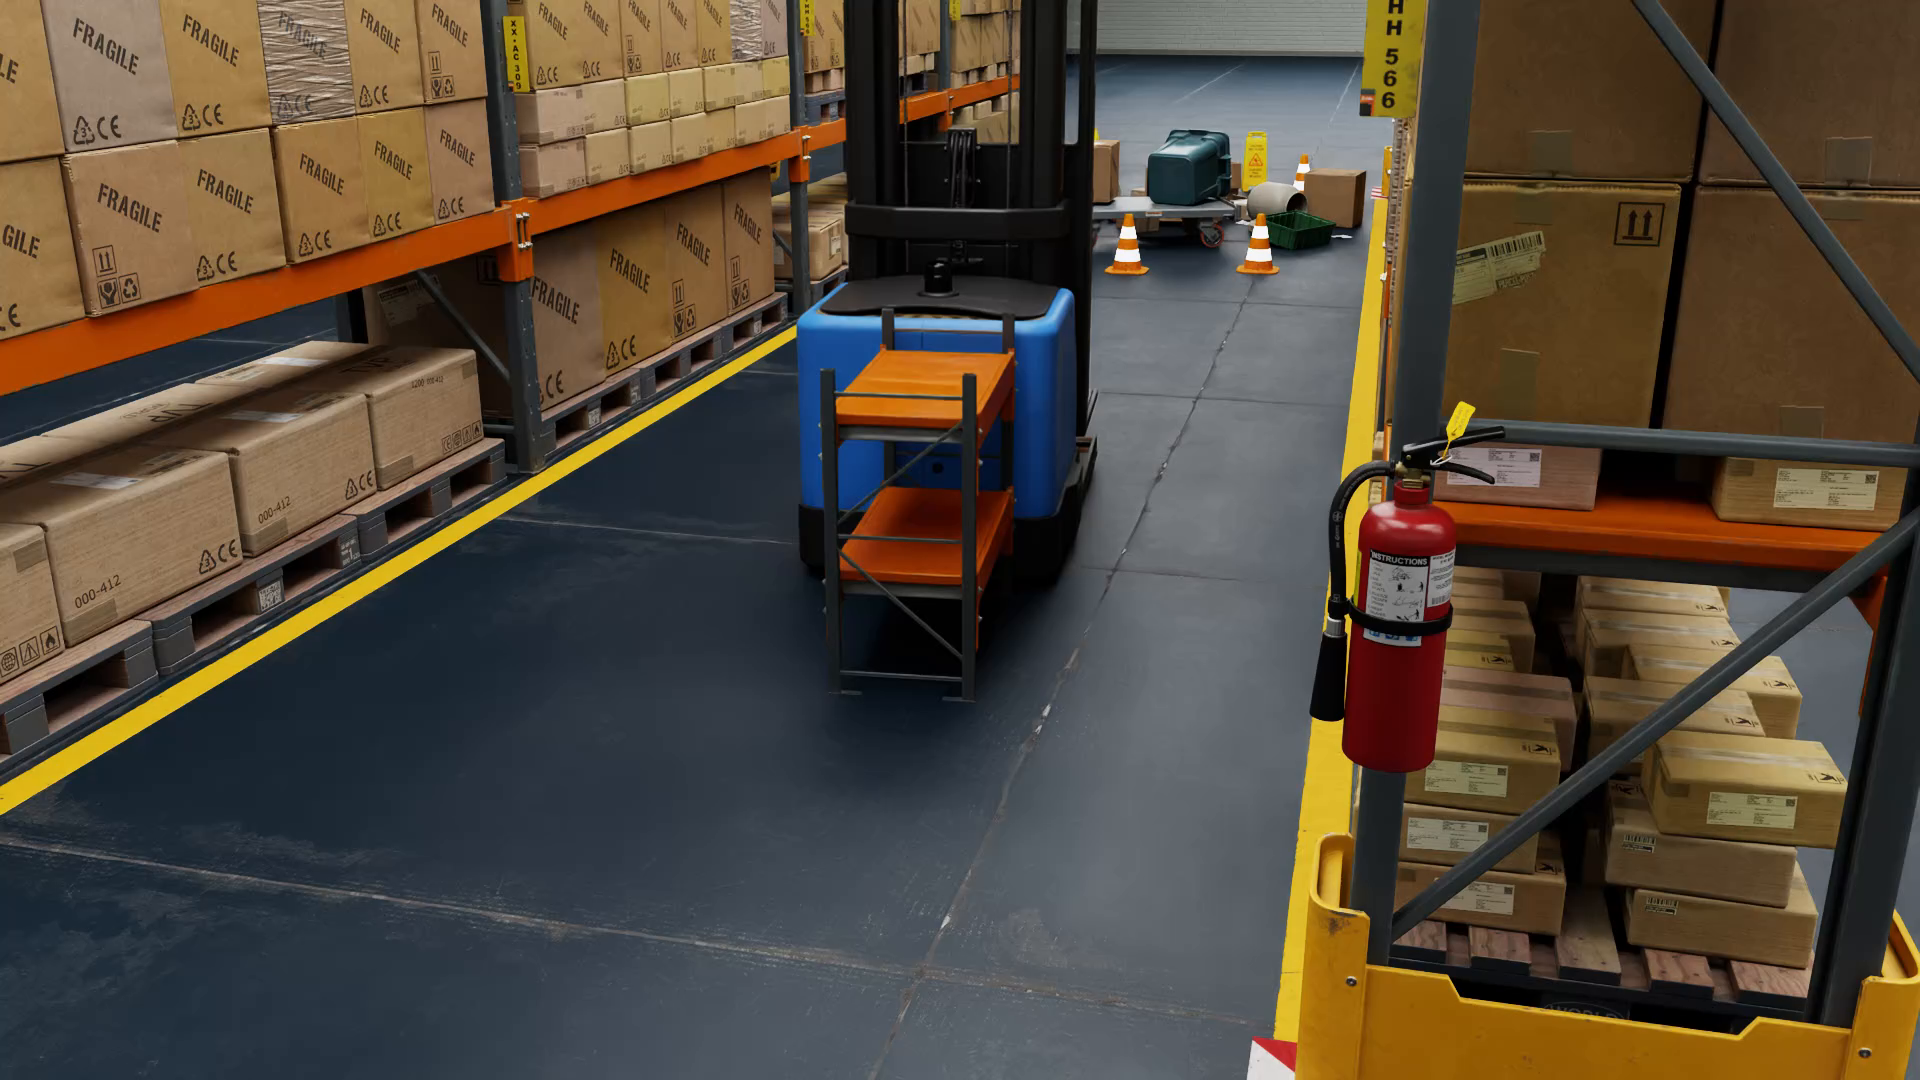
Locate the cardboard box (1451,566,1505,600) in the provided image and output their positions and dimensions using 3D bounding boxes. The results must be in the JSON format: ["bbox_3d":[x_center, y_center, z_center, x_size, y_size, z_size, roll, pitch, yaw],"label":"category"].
[{"bbox_3d":[1.385,0.179,4.862,0.380,0.149,0.250,5,20,15],"label":"cardboard box"}]

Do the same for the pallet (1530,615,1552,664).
[{"bbox_3d":[1.860,0.489,5.428,1.003,0.211,1.213,5,19,13],"label":"pallet"}]

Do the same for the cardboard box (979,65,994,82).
[{"bbox_3d":[0.125,-4.648,16.545,0.380,0.149,0.250,5,19,14],"label":"cardboard box"}]

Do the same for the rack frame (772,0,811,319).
[{"bbox_3d":[-1.562,-3.040,11.447,1.000,3.000,0.127,5,19,13],"label":"rack frame"}]

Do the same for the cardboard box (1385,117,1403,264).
[{"bbox_3d":[1.648,-1.169,5.355,0.500,0.500,0.500,4,19,12],"label":"cardboard box"}]

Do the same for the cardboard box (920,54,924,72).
[{"bbox_3d":[-0.524,-4.109,14.316,0.380,0.149,0.250,4,19,12],"label":"cardboard box"}]

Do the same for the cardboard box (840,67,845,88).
[{"bbox_3d":[-1.002,-3.460,12.415,0.380,0.149,0.250,5,19,14],"label":"cardboard box"}]

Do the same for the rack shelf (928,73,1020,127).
[{"bbox_3d":[-0.096,-4.580,17.069,1.077,0.370,4.000,5,19,13],"label":"rack shelf"}]

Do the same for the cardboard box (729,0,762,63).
[{"bbox_3d":[-1.552,-3.216,10.262,0.500,0.500,0.500,5,19,14],"label":"cardboard box"}]

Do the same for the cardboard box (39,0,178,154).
[{"bbox_3d":[-2.885,-1.505,5.253,0.500,0.500,0.500,5,19,13],"label":"cardboard box"}]

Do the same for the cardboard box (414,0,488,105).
[{"bbox_3d":[-2.387,-2.137,7.102,0.500,0.500,0.500,4,19,13],"label":"cardboard box"}]

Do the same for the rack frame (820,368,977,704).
[{"bbox_3d":[-0.196,0.000,5.446,0.500,1.125,0.032,3,19,8],"label":"rack frame"}]

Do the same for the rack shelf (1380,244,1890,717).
[{"bbox_3d":[1.797,-0.460,5.006,1.077,0.370,4.000,5,19,13],"label":"rack shelf"}]

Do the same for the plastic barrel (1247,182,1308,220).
[{"bbox_3d":[3.030,-3.192,15.878,0.421,0.421,0.512,-13,23,-34],"label":"plastic barrel"}]

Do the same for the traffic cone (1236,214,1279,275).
[{"bbox_3d":[2.448,-2.433,13.594,0.336,0.463,0.334,5,19,13],"label":"traffic cone"}]

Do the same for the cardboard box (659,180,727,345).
[{"bbox_3d":[-2.033,-1.744,10.291,0.875,0.875,0.875,5,19,14],"label":"cardboard box"}]

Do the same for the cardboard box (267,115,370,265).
[{"bbox_3d":[-2.634,-1.348,6.338,0.500,0.500,0.500,4,19,13],"label":"cardboard box"}]

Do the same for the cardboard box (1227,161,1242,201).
[{"bbox_3d":[2.419,-3.616,16.995,0.797,0.503,0.637,-9,21,-24],"label":"cardboard box"}]

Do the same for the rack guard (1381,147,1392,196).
[{"bbox_3d":[5.223,-4.013,18.163,1.175,0.500,0.348,5,19,13],"label":"rack guard"}]

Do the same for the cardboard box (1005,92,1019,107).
[{"bbox_3d":[0.425,-4.715,17.791,0.380,0.149,0.250,5,20,15],"label":"cardboard box"}]

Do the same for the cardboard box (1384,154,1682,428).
[{"bbox_3d":[1.168,-0.523,3.462,0.500,0.500,0.500,5,20,14],"label":"cardboard box"}]

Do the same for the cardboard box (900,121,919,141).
[{"bbox_3d":[-0.700,-3.753,15.978,0.500,0.500,0.500,4,19,13],"label":"cardboard box"}]

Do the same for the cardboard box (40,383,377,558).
[{"bbox_3d":[-3.015,-0.304,6.750,0.875,0.438,0.875,4,19,12],"label":"cardboard box"}]

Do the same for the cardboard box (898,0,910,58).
[{"bbox_3d":[-0.727,-4.201,13.581,0.500,0.500,0.500,5,20,15],"label":"cardboard box"}]

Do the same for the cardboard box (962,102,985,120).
[{"bbox_3d":[0.034,-4.212,16.320,0.380,0.149,0.250,5,20,15],"label":"cardboard box"}]

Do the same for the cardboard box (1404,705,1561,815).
[{"bbox_3d":[1.192,0.510,3.895,0.380,0.149,0.250,5,19,14],"label":"cardboard box"}]

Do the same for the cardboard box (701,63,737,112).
[{"bbox_3d":[-1.661,-2.711,9.941,0.500,0.250,0.500,4,19,12],"label":"cardboard box"}]

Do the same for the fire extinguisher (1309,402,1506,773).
[{"bbox_3d":[0.799,0.082,3.003,0.296,0.674,0.183,5,19,13],"label":"fire extinguisher"}]

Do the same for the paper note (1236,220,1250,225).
[{"bbox_3d":[2.797,-3.096,16.216,0.172,0.023,0.155,12,22,32],"label":"paper note"}]

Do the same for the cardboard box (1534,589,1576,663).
[{"bbox_3d":[1.948,0.277,5.038,0.380,0.149,0.250,6,20,16],"label":"cardboard box"}]

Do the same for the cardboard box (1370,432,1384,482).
[{"bbox_3d":[1.887,-0.329,6.811,0.380,0.149,0.250,6,20,16],"label":"cardboard box"}]

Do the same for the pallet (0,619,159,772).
[{"bbox_3d":[-3.397,0.530,5.309,1.003,0.211,1.213,5,19,13],"label":"pallet"}]

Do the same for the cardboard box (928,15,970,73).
[{"bbox_3d":[-0.207,-4.598,15.393,0.500,0.500,0.500,5,19,13],"label":"cardboard box"}]

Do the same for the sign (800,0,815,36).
[{"bbox_3d":[-1.023,-3.545,11.135,0.100,0.325,0.005,5,19,13],"label":"sign"}]

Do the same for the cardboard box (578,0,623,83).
[{"bbox_3d":[-2.055,-2.584,8.409,0.500,0.500,0.500,5,19,13],"label":"cardboard box"}]

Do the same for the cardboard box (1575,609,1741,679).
[{"bbox_3d":[1.882,0.309,4.482,0.380,0.149,0.250,4,19,11],"label":"cardboard box"}]

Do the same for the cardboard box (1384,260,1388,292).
[{"bbox_3d":[2.476,-1.378,8.639,0.500,0.250,0.500,4,19,11],"label":"cardboard box"}]

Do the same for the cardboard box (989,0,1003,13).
[{"bbox_3d":[0.028,-5.389,16.164,0.700,0.500,0.500,4,19,12],"label":"cardboard box"}]

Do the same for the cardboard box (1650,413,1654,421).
[{"bbox_3d":[1.775,-0.385,4.064,0.380,0.149,0.250,6,20,16],"label":"cardboard box"}]

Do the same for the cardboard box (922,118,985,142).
[{"bbox_3d":[-0.059,-3.878,16.346,0.500,0.500,0.500,5,20,16],"label":"cardboard box"}]

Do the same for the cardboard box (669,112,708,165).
[{"bbox_3d":[-1.779,-2.310,9.542,0.500,0.250,0.500,4,19,12],"label":"cardboard box"}]

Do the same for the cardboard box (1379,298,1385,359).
[{"bbox_3d":[2.602,-1.176,9.207,0.500,0.500,0.500,4,19,12],"label":"cardboard box"}]

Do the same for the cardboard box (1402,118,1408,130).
[{"bbox_3d":[1.421,-1.320,4.250,0.500,0.500,0.500,6,20,16],"label":"cardboard box"}]

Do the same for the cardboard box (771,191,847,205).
[{"bbox_3d":[-1.051,-2.641,13.694,0.950,0.372,0.625,5,20,15],"label":"cardboard box"}]

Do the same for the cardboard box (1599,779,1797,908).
[{"bbox_3d":[1.685,0.692,3.820,0.380,0.149,0.250,5,20,16],"label":"cardboard box"}]

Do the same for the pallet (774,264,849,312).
[{"bbox_3d":[-1.370,-1.965,12.615,1.003,0.211,1.213,5,19,13],"label":"pallet"}]

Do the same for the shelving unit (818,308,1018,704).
[{"bbox_3d":[-0.121,-0.162,5.922,0.538,1.125,1.048,3,19,8],"label":"shelving unit"}]

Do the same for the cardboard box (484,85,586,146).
[{"bbox_3d":[-2.158,-2.067,8.059,0.500,0.250,0.500,4,19,12],"label":"cardboard box"}]

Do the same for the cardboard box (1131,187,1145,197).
[{"bbox_3d":[2.031,-3.628,17.580,0.380,0.149,0.250,17,25,41],"label":"cardboard box"}]

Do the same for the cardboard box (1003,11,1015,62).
[{"bbox_3d":[0.275,-5.231,17.245,0.500,0.500,0.500,5,19,13],"label":"cardboard box"}]

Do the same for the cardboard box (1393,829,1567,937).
[{"bbox_3d":[1.235,0.796,3.978,0.380,0.149,0.250,5,19,14],"label":"cardboard box"}]

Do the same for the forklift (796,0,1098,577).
[{"bbox_3d":[0.079,-1.678,7.567,1.130,2.935,3.031,3,19,8],"label":"forklift"}]
